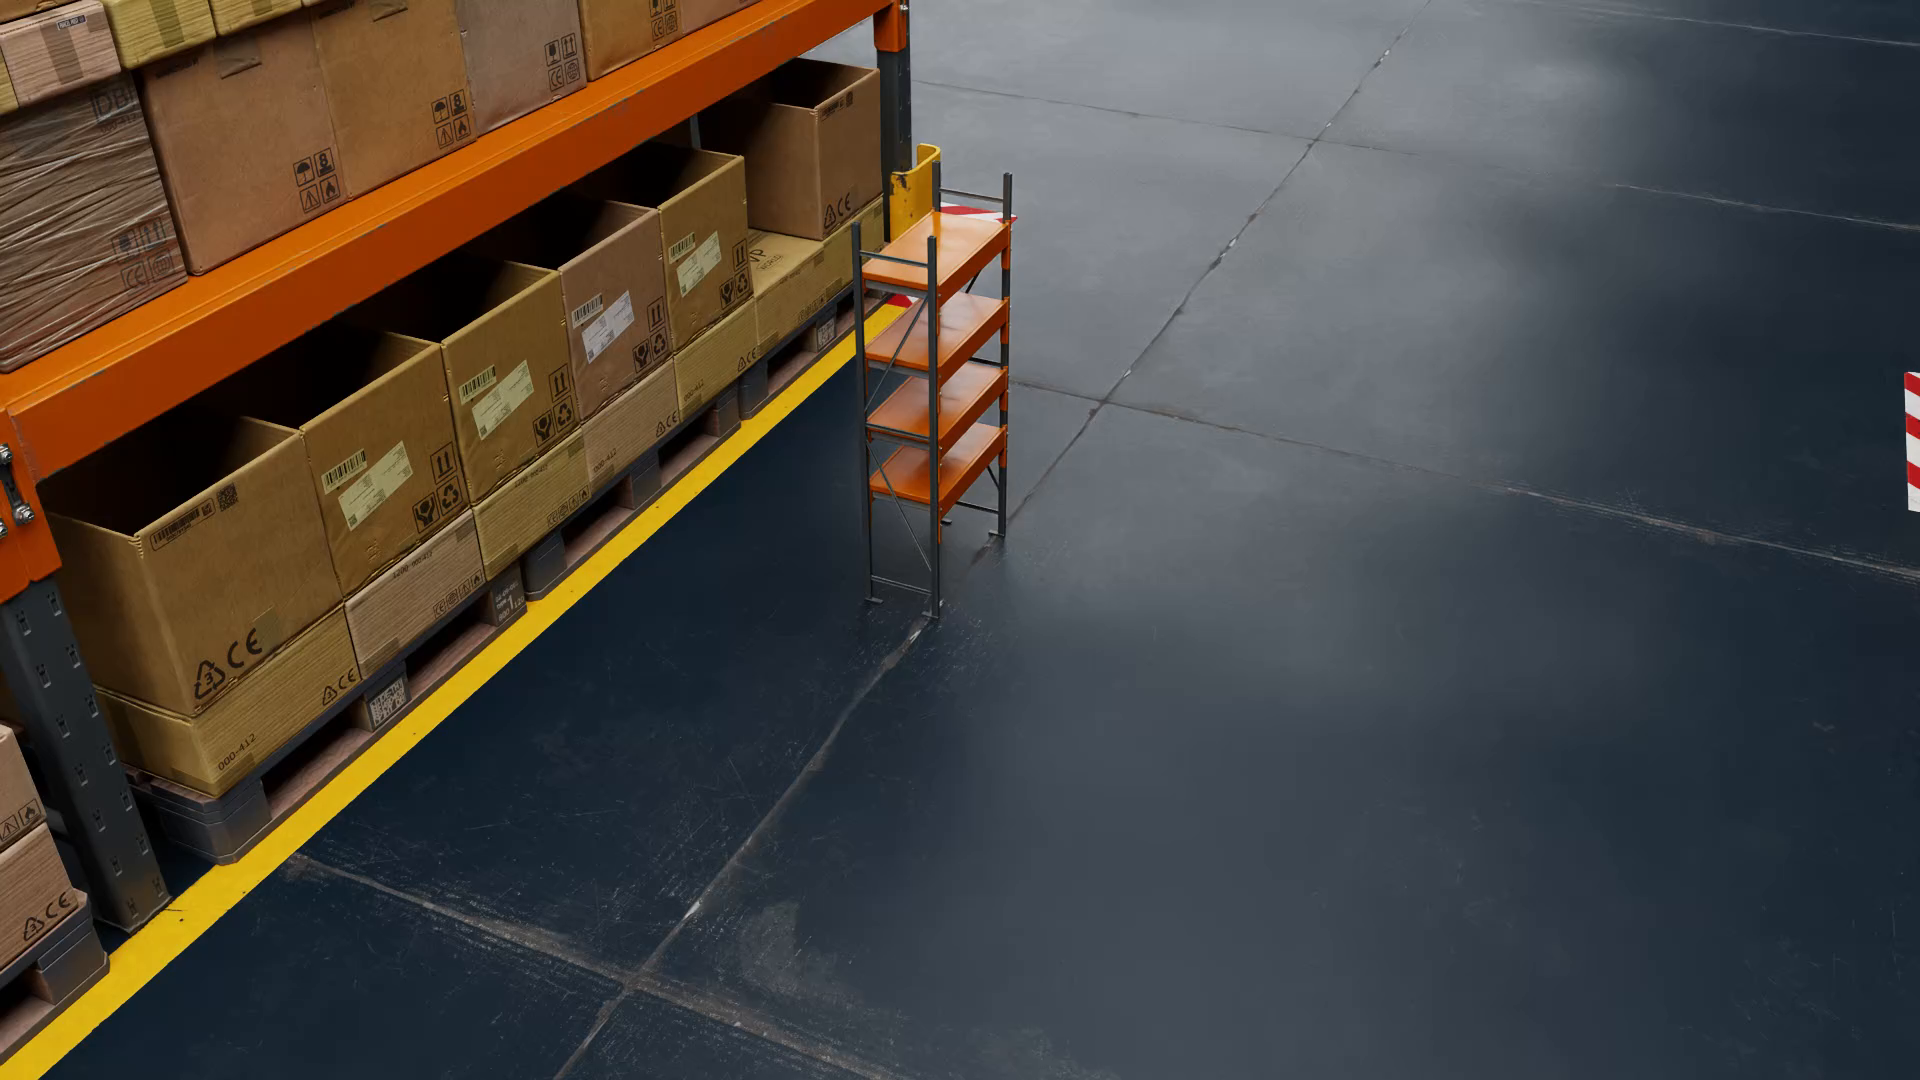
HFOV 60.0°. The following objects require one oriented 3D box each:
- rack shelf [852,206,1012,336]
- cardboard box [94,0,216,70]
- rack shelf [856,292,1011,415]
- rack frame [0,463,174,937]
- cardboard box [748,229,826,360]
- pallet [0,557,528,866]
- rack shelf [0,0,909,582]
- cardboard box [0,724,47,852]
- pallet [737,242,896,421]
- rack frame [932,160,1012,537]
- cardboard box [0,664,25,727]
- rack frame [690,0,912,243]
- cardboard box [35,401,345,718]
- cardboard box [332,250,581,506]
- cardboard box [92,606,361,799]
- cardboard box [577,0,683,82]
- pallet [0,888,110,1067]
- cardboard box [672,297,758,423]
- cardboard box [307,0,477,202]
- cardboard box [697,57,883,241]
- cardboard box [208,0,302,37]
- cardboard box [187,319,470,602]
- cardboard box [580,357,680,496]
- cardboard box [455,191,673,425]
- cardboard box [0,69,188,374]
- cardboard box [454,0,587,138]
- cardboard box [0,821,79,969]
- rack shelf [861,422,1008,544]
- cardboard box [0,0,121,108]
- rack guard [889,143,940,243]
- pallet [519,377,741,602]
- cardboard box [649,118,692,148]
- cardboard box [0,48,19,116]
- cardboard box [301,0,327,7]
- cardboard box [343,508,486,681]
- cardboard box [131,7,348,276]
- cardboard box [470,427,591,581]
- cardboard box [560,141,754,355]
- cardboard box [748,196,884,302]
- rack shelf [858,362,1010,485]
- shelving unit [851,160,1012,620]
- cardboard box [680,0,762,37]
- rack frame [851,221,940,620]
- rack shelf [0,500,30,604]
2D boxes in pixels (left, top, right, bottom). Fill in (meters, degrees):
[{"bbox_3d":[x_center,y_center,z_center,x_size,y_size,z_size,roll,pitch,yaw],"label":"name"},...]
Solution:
[{"bbox_3d":[-0.069,-0.748,4.580,0.258,0.148,0.480,14,36,20],"label":"rack shelf"},{"bbox_3d":[-1.846,-1.138,3.567,0.380,0.149,0.250,13,36,19],"label":"cardboard box"},{"bbox_3d":[-0.069,-0.550,4.710,0.258,0.148,0.480,14,36,20],"label":"rack shelf"},{"bbox_3d":[-2.345,-0.482,3.249,1.000,3.000,0.127,14,36,20],"label":"rack frame"},{"bbox_3d":[-0.826,-0.913,6.031,0.500,0.250,0.500,14,36,20],"label":"cardboard box"},{"bbox_3d":[-1.974,0.298,4.603,1.003,0.211,1.213,14,36,20],"label":"pallet"},{"bbox_3d":[-1.509,-1.177,4.965,1.077,0.370,4.000,14,36,20],"label":"rack shelf"},{"bbox_3d":[-2.254,0.526,3.326,0.500,0.311,0.500,14,36,20],"label":"cardboard box"},{"bbox_3d":[-0.954,-0.917,6.456,1.003,0.211,1.213,14,36,20],"label":"pallet"},{"bbox_3d":[0.033,-0.541,4.981,0.240,1.200,0.015,14,36,20],"label":"rack frame"},{"bbox_3d":[-2.350,0.212,4.316,0.500,0.250,0.500,14,36,20],"label":"cardboard box"},{"bbox_3d":[-0.672,-2.474,6.287,1.000,3.000,0.127,14,36,20],"label":"rack frame"},{"bbox_3d":[-1.867,0.020,3.925,0.500,0.500,0.500,14,36,20],"label":"cardboard box"},{"bbox_3d":[-1.449,-0.478,4.684,0.500,0.500,0.500,14,36,20],"label":"cardboard box"},{"bbox_3d":[-1.876,0.331,4.134,0.500,0.250,0.500,14,36,20],"label":"cardboard box"},{"bbox_3d":[-1.307,-1.777,5.134,0.700,0.500,0.500,14,36,21],"label":"cardboard box"},{"bbox_3d":[-2.618,1.060,3.440,1.003,0.211,1.213,14,36,20],"label":"pallet"},{"bbox_3d":[-1.034,-0.663,5.651,0.500,0.250,0.500,14,36,20],"label":"cardboard box"},{"bbox_3d":[-1.737,-1.259,4.343,0.700,0.500,0.500,15,36,21],"label":"cardboard box"},{"bbox_3d":[-0.626,-1.478,6.209,0.500,0.500,0.500,14,36,20],"label":"cardboard box"},{"bbox_3d":[-1.737,-1.269,3.767,0.380,0.149,0.250,14,36,20],"label":"cardboard box"},{"bbox_3d":[-1.665,-0.231,4.307,0.500,0.500,0.500,14,36,20],"label":"cardboard box"},{"bbox_3d":[-1.244,-0.415,5.272,0.500,0.250,0.500,14,36,20],"label":"cardboard box"},{"bbox_3d":[-1.241,-0.728,5.065,0.500,0.500,0.500,14,36,20],"label":"cardboard box"},{"bbox_3d":[-2.165,-0.746,3.561,0.700,0.500,0.500,13,36,19],"label":"cardboard box"},{"bbox_3d":[-1.524,-1.514,4.733,0.700,0.500,0.500,15,36,22],"label":"cardboard box"},{"bbox_3d":[-2.255,0.766,3.471,0.500,0.250,0.500,14,36,20],"label":"cardboard box"},{"bbox_3d":[-0.069,-0.197,4.941,0.258,0.148,0.480,14,36,20],"label":"rack shelf"},{"bbox_3d":[-1.952,-1.009,3.371,0.380,0.149,0.250,15,36,21],"label":"cardboard box"},{"bbox_3d":[-0.662,-1.440,6.991,1.175,0.500,0.348,14,36,20],"label":"rack guard"},{"bbox_3d":[-1.465,-0.312,5.533,1.003,0.211,1.213,14,36,20],"label":"pallet"},{"bbox_3d":[-1.306,-1.348,6.010,0.500,0.500,0.500,14,36,20],"label":"cardboard box"},{"bbox_3d":[-2.057,-0.884,3.180,0.380,0.149,0.250,14,36,20],"label":"cardboard box"},{"bbox_3d":[-1.631,-1.393,3.956,0.380,0.149,0.250,13,35,19],"label":"cardboard box"},{"bbox_3d":[-1.662,0.083,4.512,0.500,0.250,0.500,14,36,20],"label":"cardboard box"},{"bbox_3d":[-1.951,-1.010,3.964,0.700,0.500,0.500,14,36,20],"label":"cardboard box"},{"bbox_3d":[-1.448,-0.164,4.890,0.500,0.250,0.500,14,36,20],"label":"cardboard box"},{"bbox_3d":[-1.031,-0.976,5.444,0.500,0.500,0.500,14,36,20],"label":"cardboard box"},{"bbox_3d":[-0.628,-1.165,6.415,0.500,0.250,0.500,14,36,20],"label":"cardboard box"},{"bbox_3d":[-0.069,-0.363,4.832,0.258,0.148,0.480,14,36,20],"label":"rack shelf"},{"bbox_3d":[-0.069,-0.419,4.795,0.258,1.200,0.503,14,36,20],"label":"shelving unit"},{"bbox_3d":[-1.094,-2.023,5.509,0.700,0.500,0.500,15,36,22],"label":"cardboard box"},{"bbox_3d":[-0.171,-0.298,4.610,0.240,1.200,0.015,14,36,20],"label":"rack frame"},{"bbox_3d":[-3.182,0.815,1.927,1.077,0.370,4.000,14,36,20],"label":"rack shelf"}]
